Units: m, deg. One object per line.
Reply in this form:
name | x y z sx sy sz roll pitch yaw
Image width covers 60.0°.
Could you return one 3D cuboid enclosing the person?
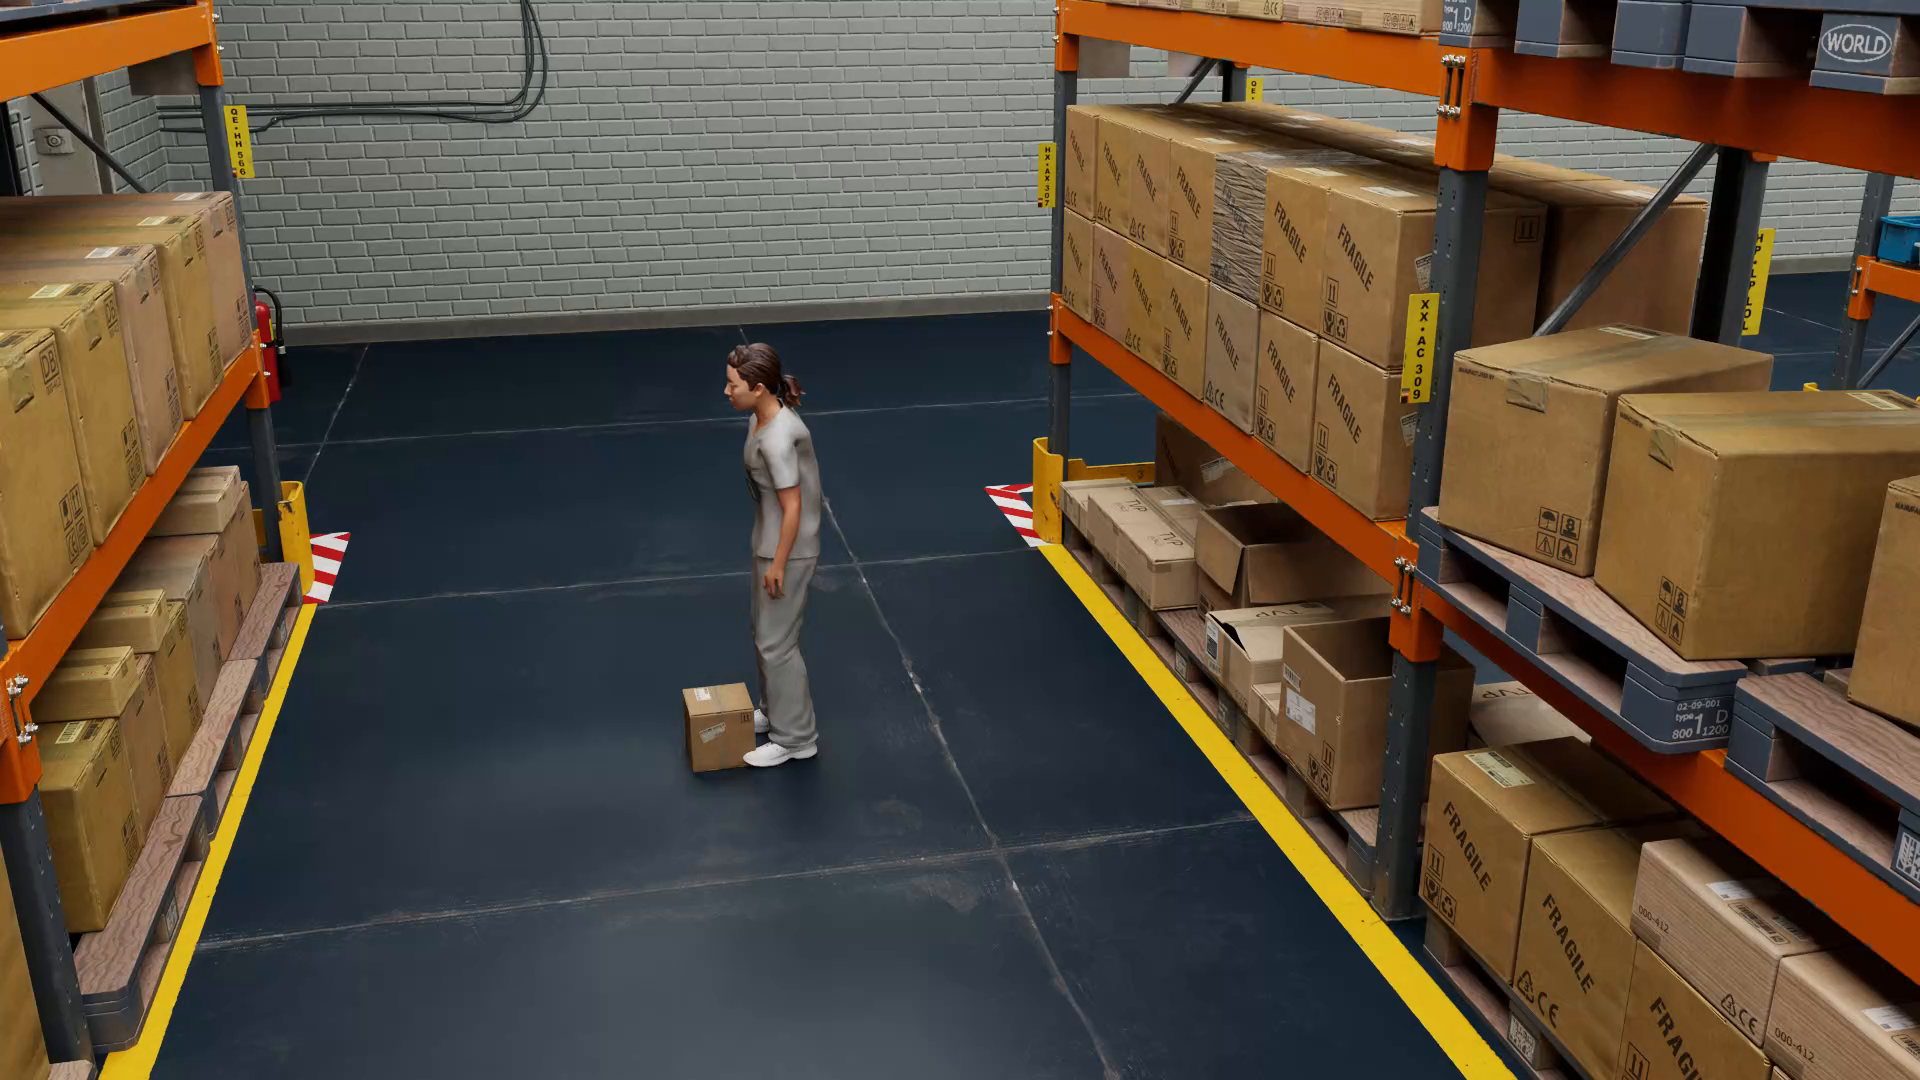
person | -0.717 0.049 6.438 0.359 1.672 0.485 -5 20 -13
